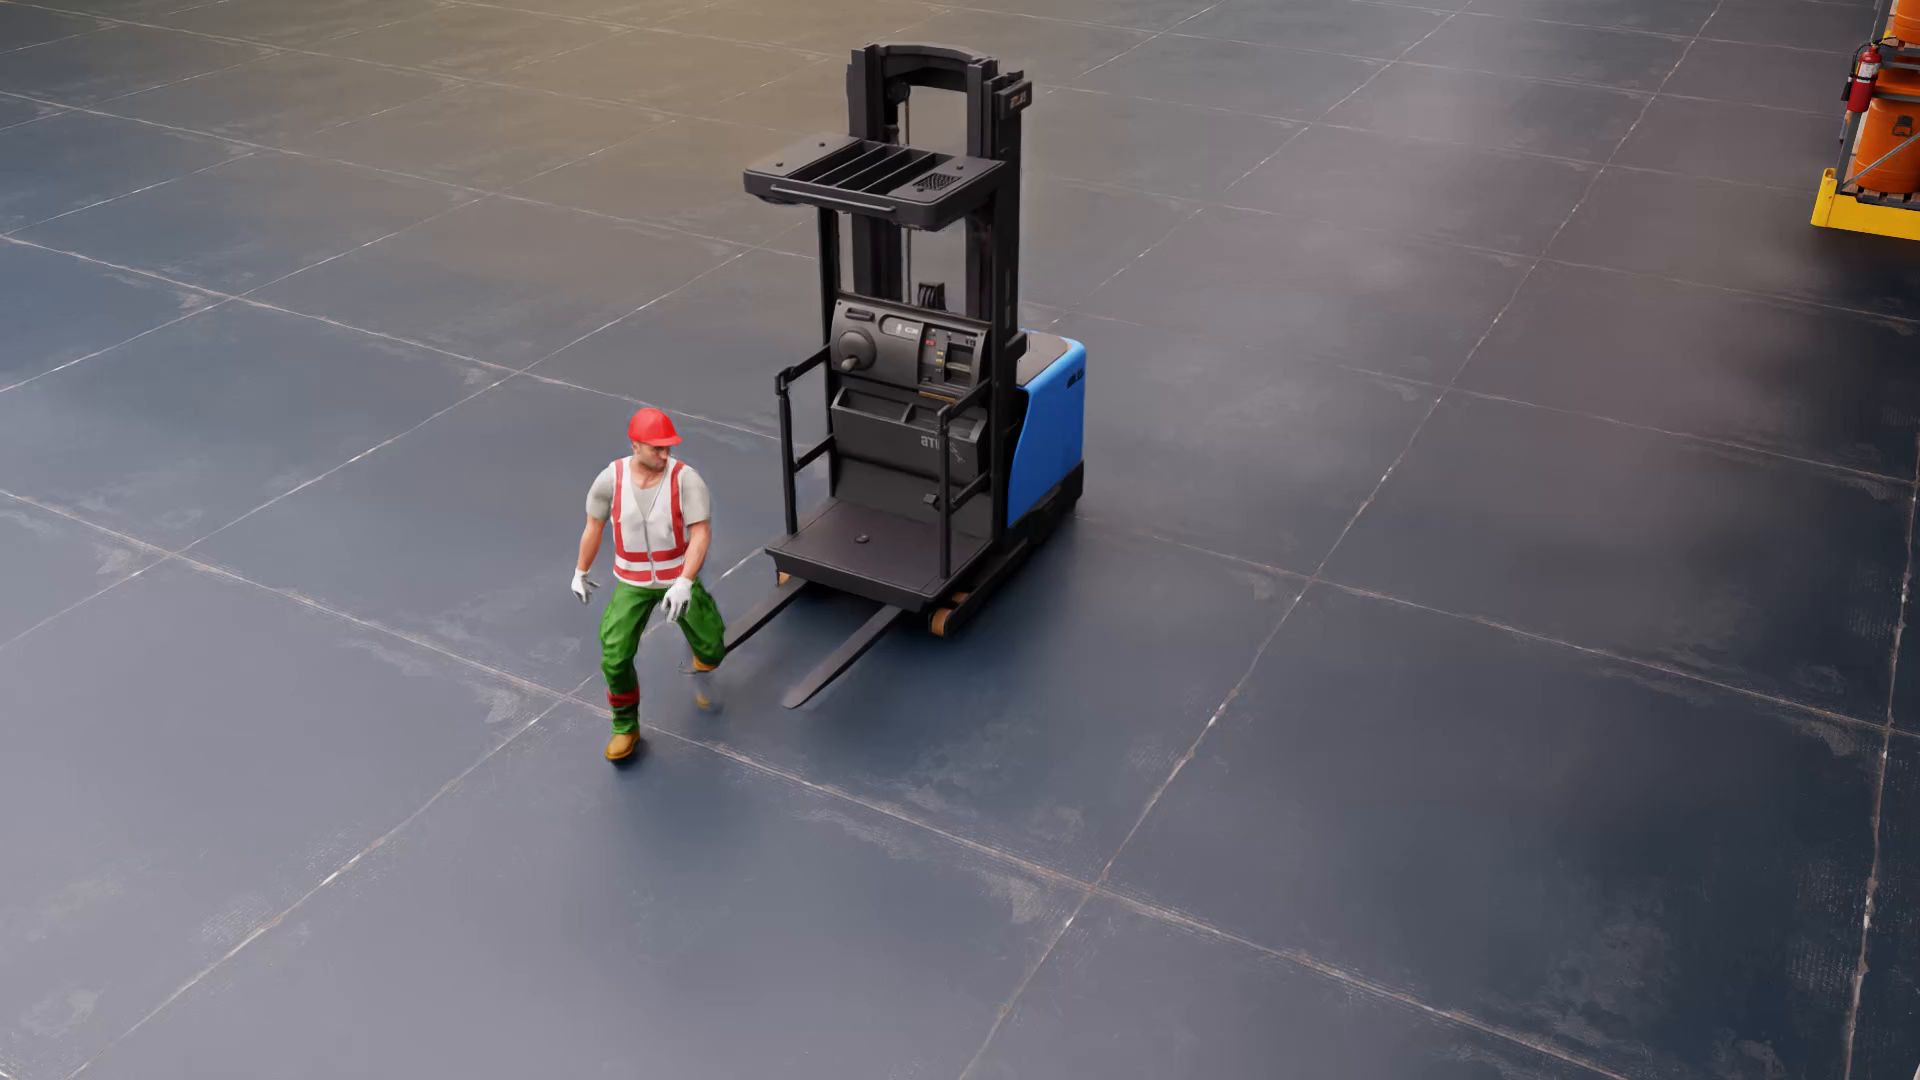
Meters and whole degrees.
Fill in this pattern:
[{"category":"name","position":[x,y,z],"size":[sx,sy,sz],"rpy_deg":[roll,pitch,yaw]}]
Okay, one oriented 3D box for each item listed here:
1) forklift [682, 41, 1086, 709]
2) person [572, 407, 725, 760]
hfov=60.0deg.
[{"category":"forklift","position":[-0.384,-0.994,8.793],"size":[1.130,2.935,3.031],"rpy_deg":[15,33,25]},{"category":"person","position":[-1.506,0.191,7.965],"size":[0.719,1.722,0.720],"rpy_deg":[-3,30,-6]}]
